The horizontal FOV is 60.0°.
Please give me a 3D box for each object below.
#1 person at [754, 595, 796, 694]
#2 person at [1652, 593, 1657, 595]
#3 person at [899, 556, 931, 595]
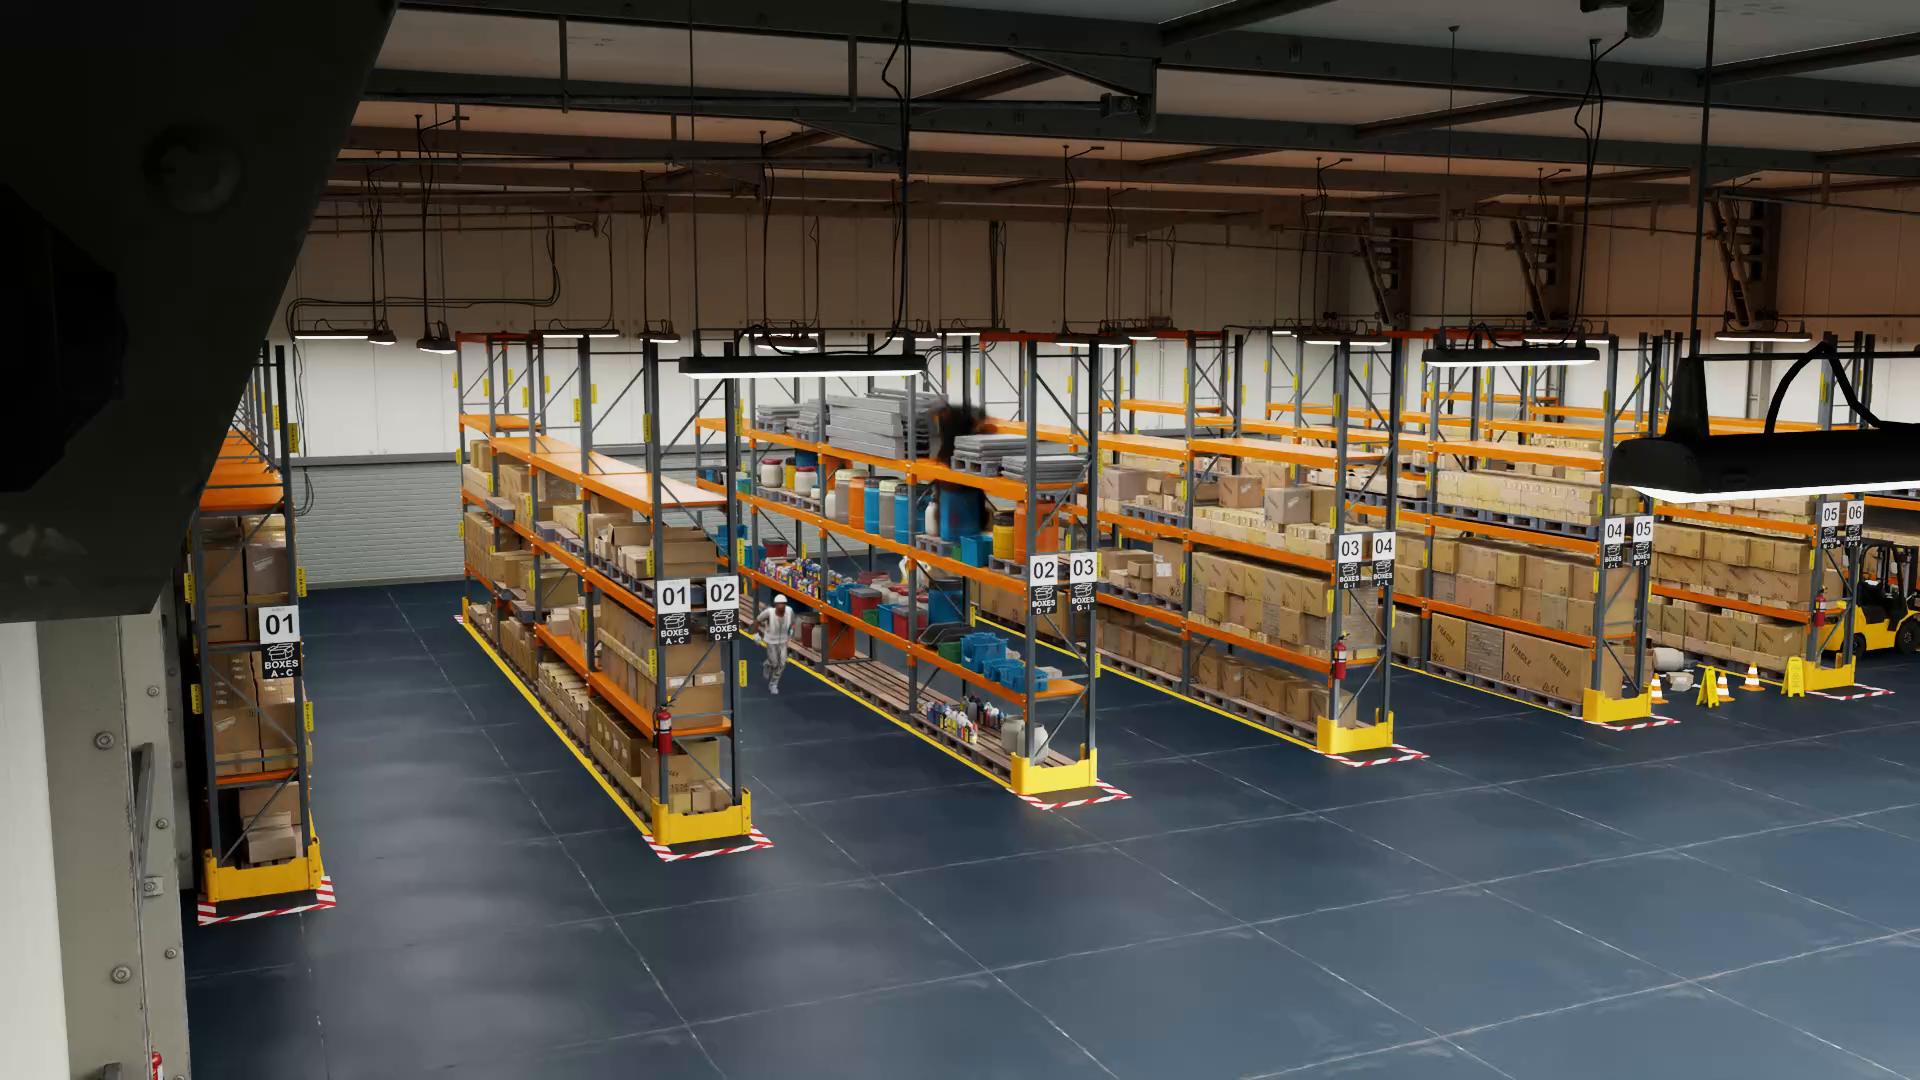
[{"bbox_3d":[-3.100,1.735,28.007,0.679,1.707,0.757,-5,9,-32],"label":"person"},{"bbox_3d":[14.279,0.934,33.799,0.697,1.719,0.824,-5,9,-34],"label":"person"},{"bbox_3d":[-0.884,0.856,34.466,0.573,1.717,0.686,-5,9,-32],"label":"person"}]
